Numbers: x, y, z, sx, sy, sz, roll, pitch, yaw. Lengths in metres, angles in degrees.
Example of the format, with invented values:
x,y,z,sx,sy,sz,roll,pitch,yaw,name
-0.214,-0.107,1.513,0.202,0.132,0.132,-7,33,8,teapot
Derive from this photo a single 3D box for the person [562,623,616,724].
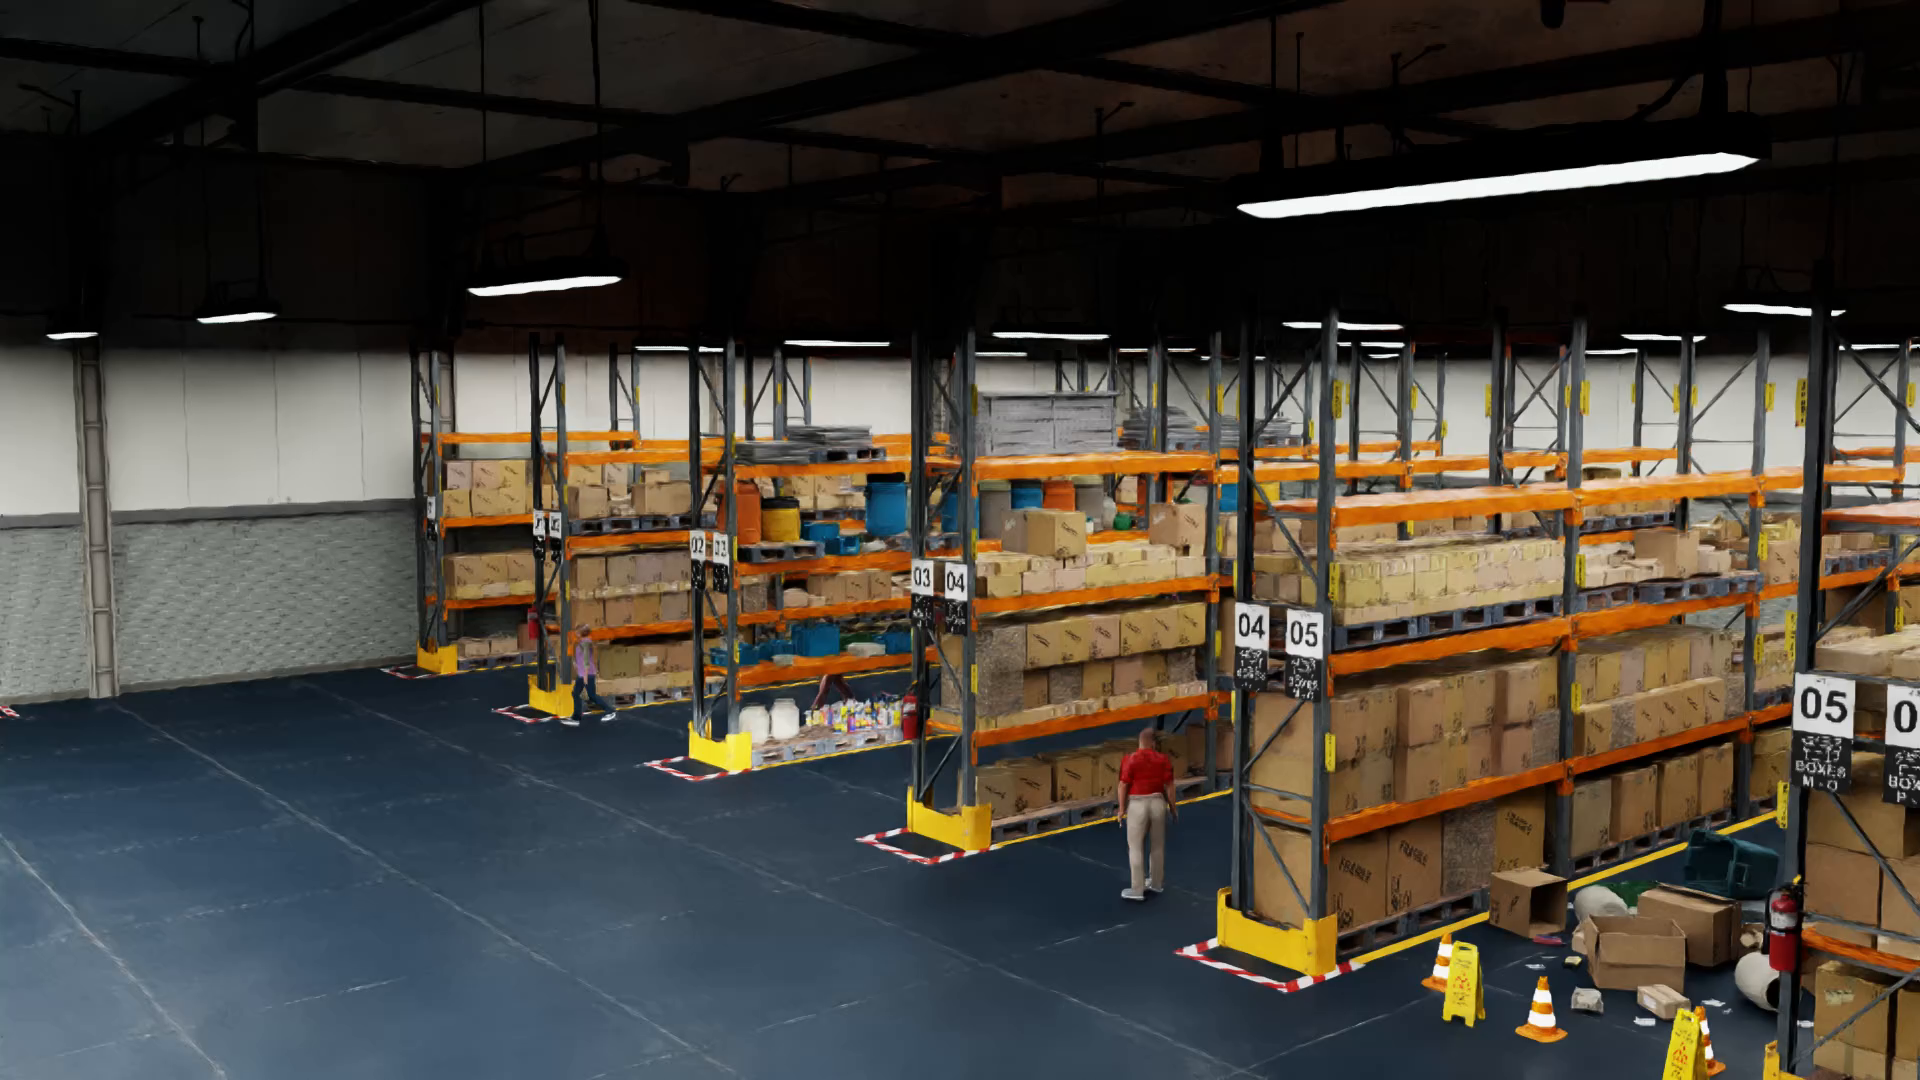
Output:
x,y,z,sx,sy,sz,roll,pitch,yaw,name
-5.664,2.035,25.328,0.807,1.557,0.428,-2,6,-17,person

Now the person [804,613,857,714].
x,y,z,sx,sy,sz,roll,pitch,yaw,name
-2.062,1.938,26.145,1.110,1.590,0.448,-4,7,-37,person

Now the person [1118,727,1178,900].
x,y,z,sx,sy,sz,roll,pitch,yaw,name
1.898,2.779,16.858,0.623,1.644,0.562,-1,5,-10,person
